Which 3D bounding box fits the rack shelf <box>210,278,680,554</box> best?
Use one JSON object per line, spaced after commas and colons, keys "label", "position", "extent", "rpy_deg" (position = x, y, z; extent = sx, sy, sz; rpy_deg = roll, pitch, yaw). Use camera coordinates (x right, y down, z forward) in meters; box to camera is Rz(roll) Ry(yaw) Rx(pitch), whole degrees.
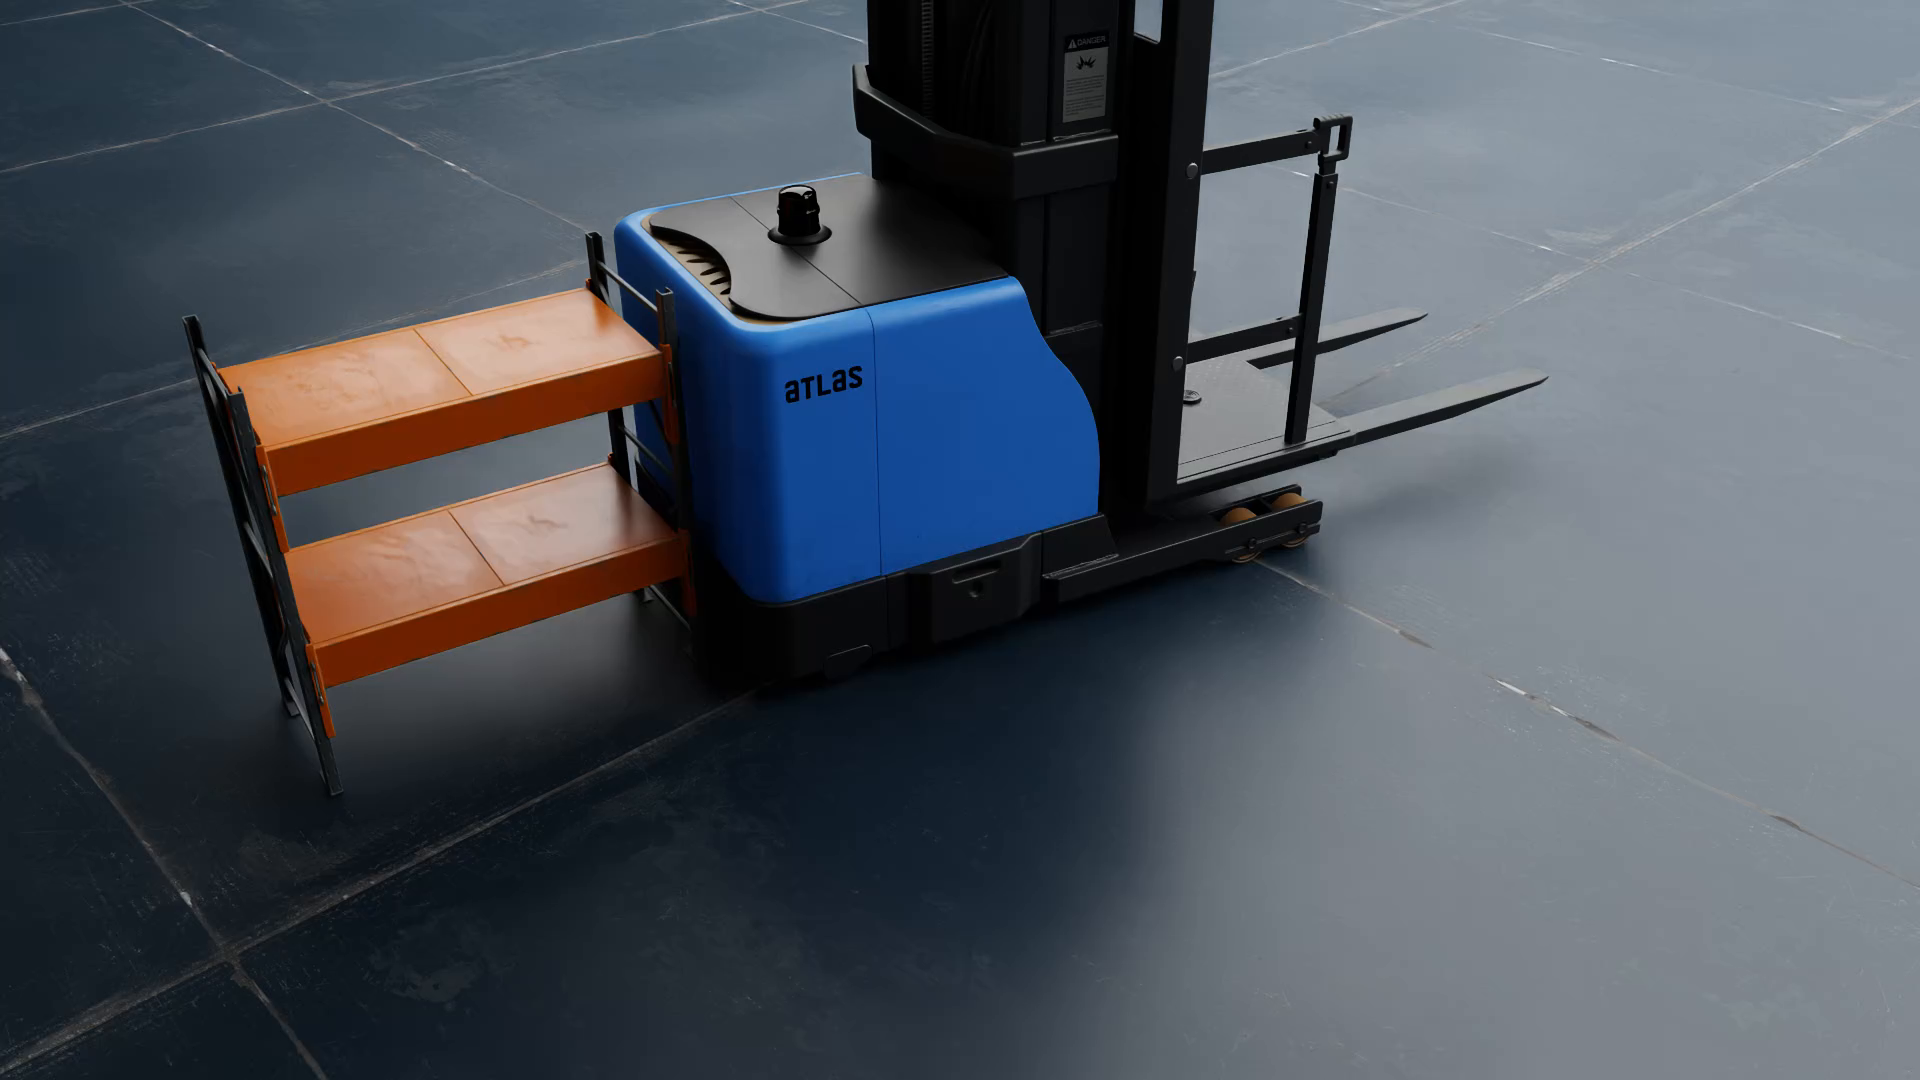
{"label": "rack shelf", "position": [-1.279, -0.340, 4.166], "extent": [1.000, 0.278, 0.538], "rpy_deg": [-19, 36, -28]}

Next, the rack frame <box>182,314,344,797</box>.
{"label": "rack frame", "position": [-1.707, 0.054, 4.084], "extent": [0.032, 1.125, 0.500], "rpy_deg": [-19, 36, -28]}

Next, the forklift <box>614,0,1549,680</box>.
{"label": "forklift", "position": [0.550, -1.406, 4.739], "extent": [3.031, 2.935, 1.130], "rpy_deg": [-16, 35, -24]}

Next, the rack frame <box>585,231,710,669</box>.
{"label": "rack frame", "position": [-0.852, -0.234, 4.554], "extent": [0.032, 1.125, 0.500], "rpy_deg": [-19, 36, -28]}

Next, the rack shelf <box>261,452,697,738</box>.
{"label": "rack shelf", "position": [-1.279, 0.119, 4.446], "extent": [1.000, 0.278, 0.538], "rpy_deg": [-19, 36, -28]}

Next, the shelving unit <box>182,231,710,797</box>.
{"label": "shelving unit", "position": [-1.279, -0.090, 4.319], "extent": [1.048, 1.125, 0.538], "rpy_deg": [-19, 36, -28]}
